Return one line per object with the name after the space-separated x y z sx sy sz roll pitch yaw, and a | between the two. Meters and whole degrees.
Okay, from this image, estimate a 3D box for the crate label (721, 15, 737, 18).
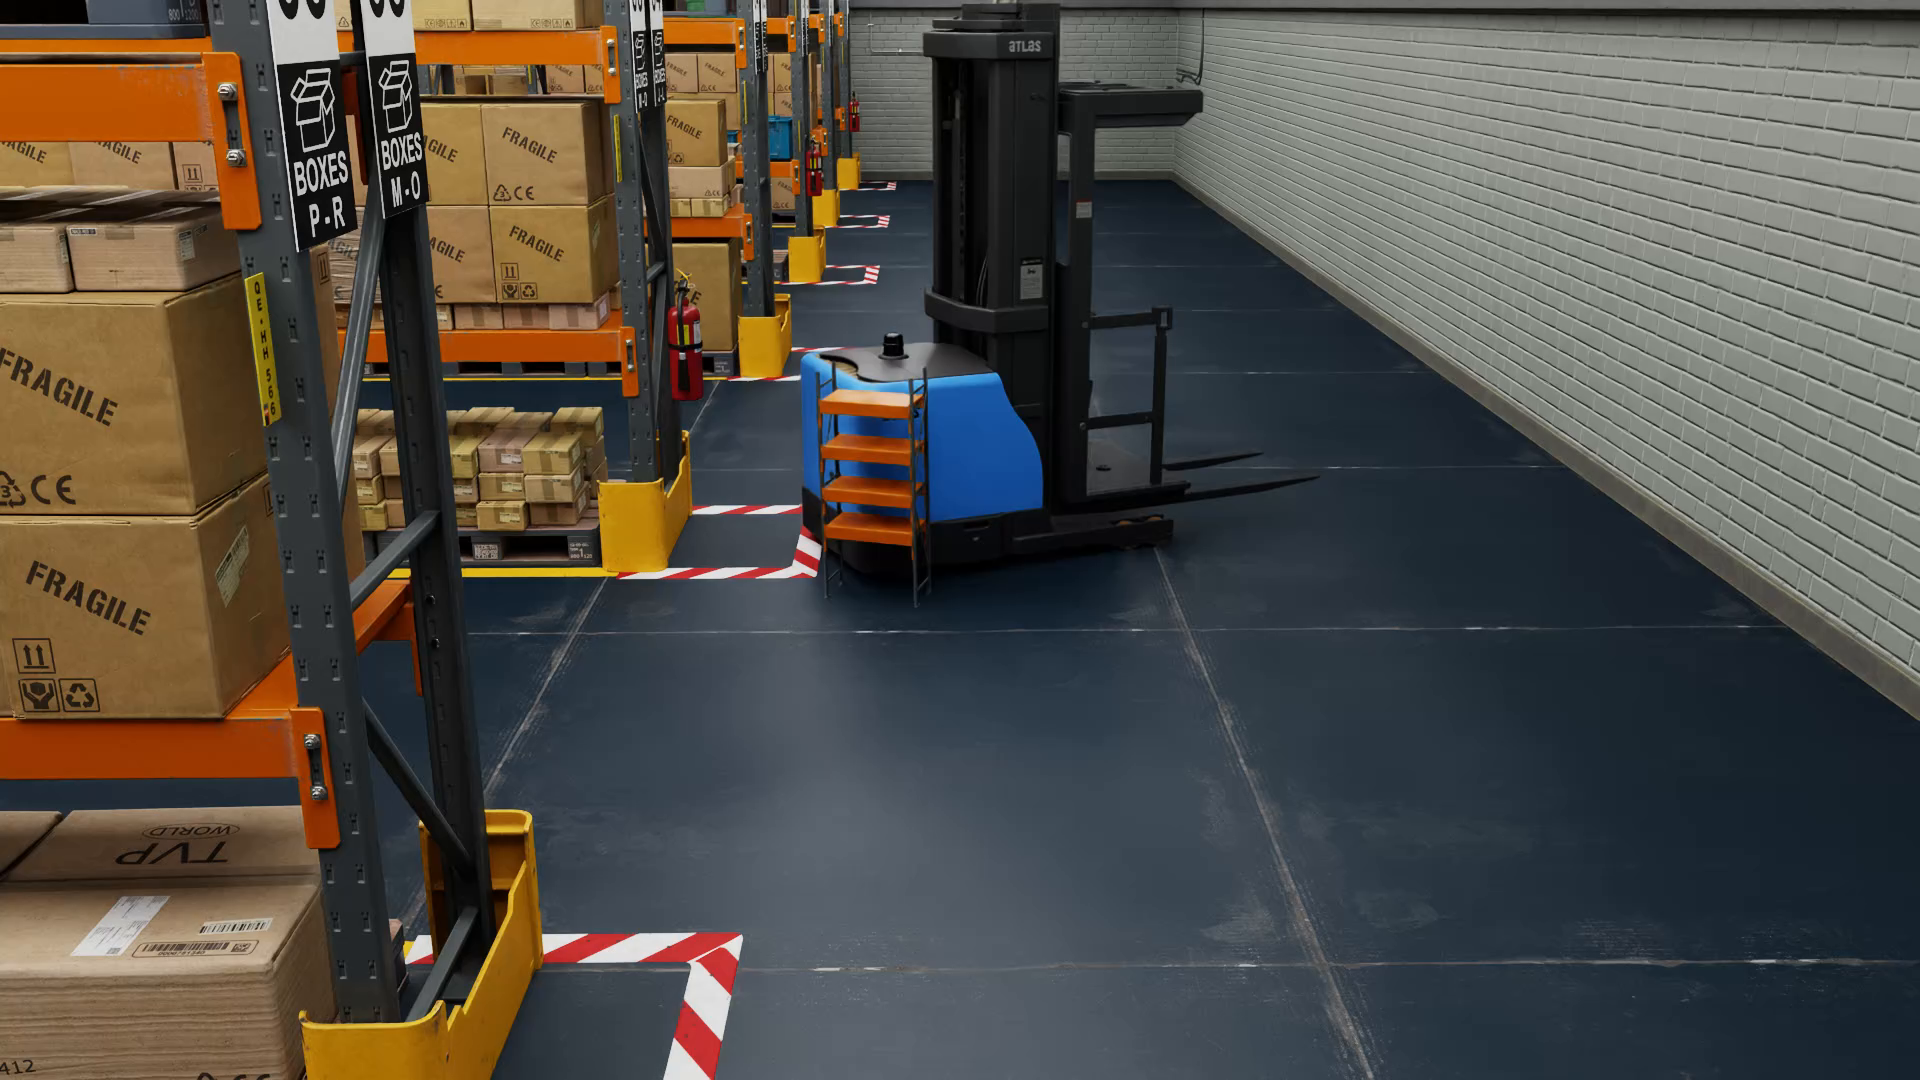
-2.688 -5.911 18.398 0.502 0.251 0.408 0 18 -1 | crate label

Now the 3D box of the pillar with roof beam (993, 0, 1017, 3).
0.837 -9.304 23.821 0.400 9.000 9.100 0 18 -1 | pillar with roof beam

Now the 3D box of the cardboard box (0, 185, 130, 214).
-2.407 -0.846 4.413 0.250 0.149 0.380 0 18 1 | cardboard box

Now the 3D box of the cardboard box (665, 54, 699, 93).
-3.812 -6.401 22.790 0.500 0.500 0.500 0 18 1 | cardboard box

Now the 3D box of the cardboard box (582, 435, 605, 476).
-2.233 -0.492 9.662 0.250 0.149 0.380 0 18 1 | cardboard box

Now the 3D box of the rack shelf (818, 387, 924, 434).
-0.437 -0.649 8.304 0.480 0.148 0.258 5 21 16 | rack shelf

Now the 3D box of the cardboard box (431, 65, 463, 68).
-8.420 -7.933 27.454 0.500 0.250 0.500 0 18 0 | cardboard box

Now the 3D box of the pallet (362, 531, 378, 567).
-3.810 -0.105 9.530 1.213 0.211 1.003 0 18 -1 | pallet

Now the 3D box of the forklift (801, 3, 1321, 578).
0.659 -1.475 9.348 3.031 2.935 1.130 -8 19 -23 | forklift

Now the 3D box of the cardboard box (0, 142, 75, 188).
-4.731 -2.013 8.623 0.500 0.500 0.500 -1 18 -3 | cardboard box

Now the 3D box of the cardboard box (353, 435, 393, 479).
-3.267 -0.454 9.056 0.250 0.149 0.380 0 18 1 | cardboard box

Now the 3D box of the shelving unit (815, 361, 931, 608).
-0.432 -0.279 8.437 0.503 1.200 0.258 5 21 16 | shelving unit

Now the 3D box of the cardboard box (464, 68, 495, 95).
-7.885 -7.576 27.572 0.500 0.500 0.500 0 18 1 | cardboard box

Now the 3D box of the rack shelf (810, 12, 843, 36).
-3.916 -8.562 27.593 4.000 0.370 1.077 0 18 -1 | rack shelf

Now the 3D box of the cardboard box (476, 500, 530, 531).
-2.483 -0.176 9.164 0.250 0.149 0.380 0 18 1 | cardboard box

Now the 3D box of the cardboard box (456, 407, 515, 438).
-2.762 -0.658 9.695 0.250 0.149 0.380 0 18 -1 | cardboard box

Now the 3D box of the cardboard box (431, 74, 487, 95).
-6.998 -6.244 23.251 0.500 0.500 0.700 3 18 8 | cardboard box

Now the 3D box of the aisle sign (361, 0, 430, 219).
-1.458 -1.247 4.268 0.004 0.787 0.394 0 18 -1 | aisle sign

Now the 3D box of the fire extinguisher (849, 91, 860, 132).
-1.758 -7.131 27.603 0.183 0.674 0.296 0 18 -1 | fire extinguisher

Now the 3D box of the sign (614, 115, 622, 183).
-1.716 -1.964 8.346 0.005 0.325 0.100 0 18 -1 | sign

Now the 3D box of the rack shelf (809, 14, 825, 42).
-3.834 -7.049 22.877 4.000 0.370 1.077 0 18 -1 | rack shelf

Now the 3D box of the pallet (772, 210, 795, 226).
-2.708 -4.640 23.667 1.213 0.211 1.003 0 18 -1 | pallet

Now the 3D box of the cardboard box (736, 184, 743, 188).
-3.383 -4.952 23.855 0.500 0.250 0.500 0 18 -1 | cardboard box

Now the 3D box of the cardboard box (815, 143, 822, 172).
-2.615 -6.461 28.184 0.500 0.500 0.700 0 18 -1 | cardboard box

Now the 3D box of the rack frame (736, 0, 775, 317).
-1.682 -2.947 13.824 0.127 3.000 1.000 0 18 -1 | rack frame

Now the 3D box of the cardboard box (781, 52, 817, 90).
-2.282 -6.575 23.332 0.500 0.500 0.500 0 18 1 | cardboard box

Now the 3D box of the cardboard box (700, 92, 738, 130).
-3.296 -5.931 22.961 0.500 0.500 0.500 0 18 0 | cardboard box

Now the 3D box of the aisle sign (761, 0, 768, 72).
-1.615 -4.277 13.713 0.004 0.787 0.394 0 18 -1 | aisle sign

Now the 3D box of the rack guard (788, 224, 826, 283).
-1.736 -3.274 18.934 0.348 0.500 1.175 0 18 -1 | rack guard

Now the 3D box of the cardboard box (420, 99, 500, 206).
-2.665 -2.016 8.635 0.500 0.500 0.500 -1 18 -3 | cardboard box

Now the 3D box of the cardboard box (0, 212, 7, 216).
-2.391 -0.654 3.815 0.250 0.149 0.380 0 18 -1 | cardboard box

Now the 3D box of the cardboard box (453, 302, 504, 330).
-2.526 -1.229 8.878 0.250 0.149 0.380 0 18 -1 | cardboard box

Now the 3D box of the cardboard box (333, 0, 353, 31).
-3.161 -2.703 8.396 0.500 0.250 0.500 0 18 2 | cardboard box

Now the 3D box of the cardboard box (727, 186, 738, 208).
-2.042 -2.926 14.171 0.250 0.149 0.380 0 18 0 | cardboard box

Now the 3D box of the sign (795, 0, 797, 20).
-1.735 -5.670 17.574 0.005 0.325 0.100 0 18 -1 | sign

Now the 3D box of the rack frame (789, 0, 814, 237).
-1.760 -4.460 18.539 0.127 3.000 1.000 0 18 -1 | rack frame

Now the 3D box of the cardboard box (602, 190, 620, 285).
-2.158 -1.703 9.295 0.500 0.500 0.500 1 18 2 | cardboard box

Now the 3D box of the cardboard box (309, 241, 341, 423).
-2.010 -0.529 4.484 0.500 0.500 0.500 -1 18 -2 | cardboard box

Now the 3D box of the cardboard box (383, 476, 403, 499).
-3.018 -0.353 9.230 0.250 0.149 0.380 0 18 -2 | cardboard box

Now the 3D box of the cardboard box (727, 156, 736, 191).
-2.166 -3.097 14.051 0.500 0.250 0.500 -1 18 -2 | cardboard box

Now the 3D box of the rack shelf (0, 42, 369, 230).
-3.525 -0.996 4.010 4.000 0.370 1.077 0 18 -1 | rack shelf

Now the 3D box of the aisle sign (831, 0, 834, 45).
-1.771 -7.300 23.139 0.004 0.787 0.394 0 18 -1 | aisle sign

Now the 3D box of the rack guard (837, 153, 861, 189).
-1.892 -6.295 28.354 0.348 0.500 1.175 0 18 -1 | rack guard

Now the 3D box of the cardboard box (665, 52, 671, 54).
-4.316 -6.564 23.299 0.500 0.500 0.500 0 18 0 | cardboard box

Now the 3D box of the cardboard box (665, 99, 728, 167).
-2.165 -3.292 13.429 0.500 0.500 0.500 0 18 0 | cardboard box

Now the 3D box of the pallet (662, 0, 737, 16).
-2.423 -4.326 13.358 1.213 0.211 1.003 0 18 -1 | pallet

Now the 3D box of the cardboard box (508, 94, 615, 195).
-2.158 -2.176 9.132 0.500 0.500 0.500 0 18 -1 | cardboard box

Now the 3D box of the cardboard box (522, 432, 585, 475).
-2.230 -0.477 9.131 0.250 0.149 0.380 0 18 0 | cardboard box
